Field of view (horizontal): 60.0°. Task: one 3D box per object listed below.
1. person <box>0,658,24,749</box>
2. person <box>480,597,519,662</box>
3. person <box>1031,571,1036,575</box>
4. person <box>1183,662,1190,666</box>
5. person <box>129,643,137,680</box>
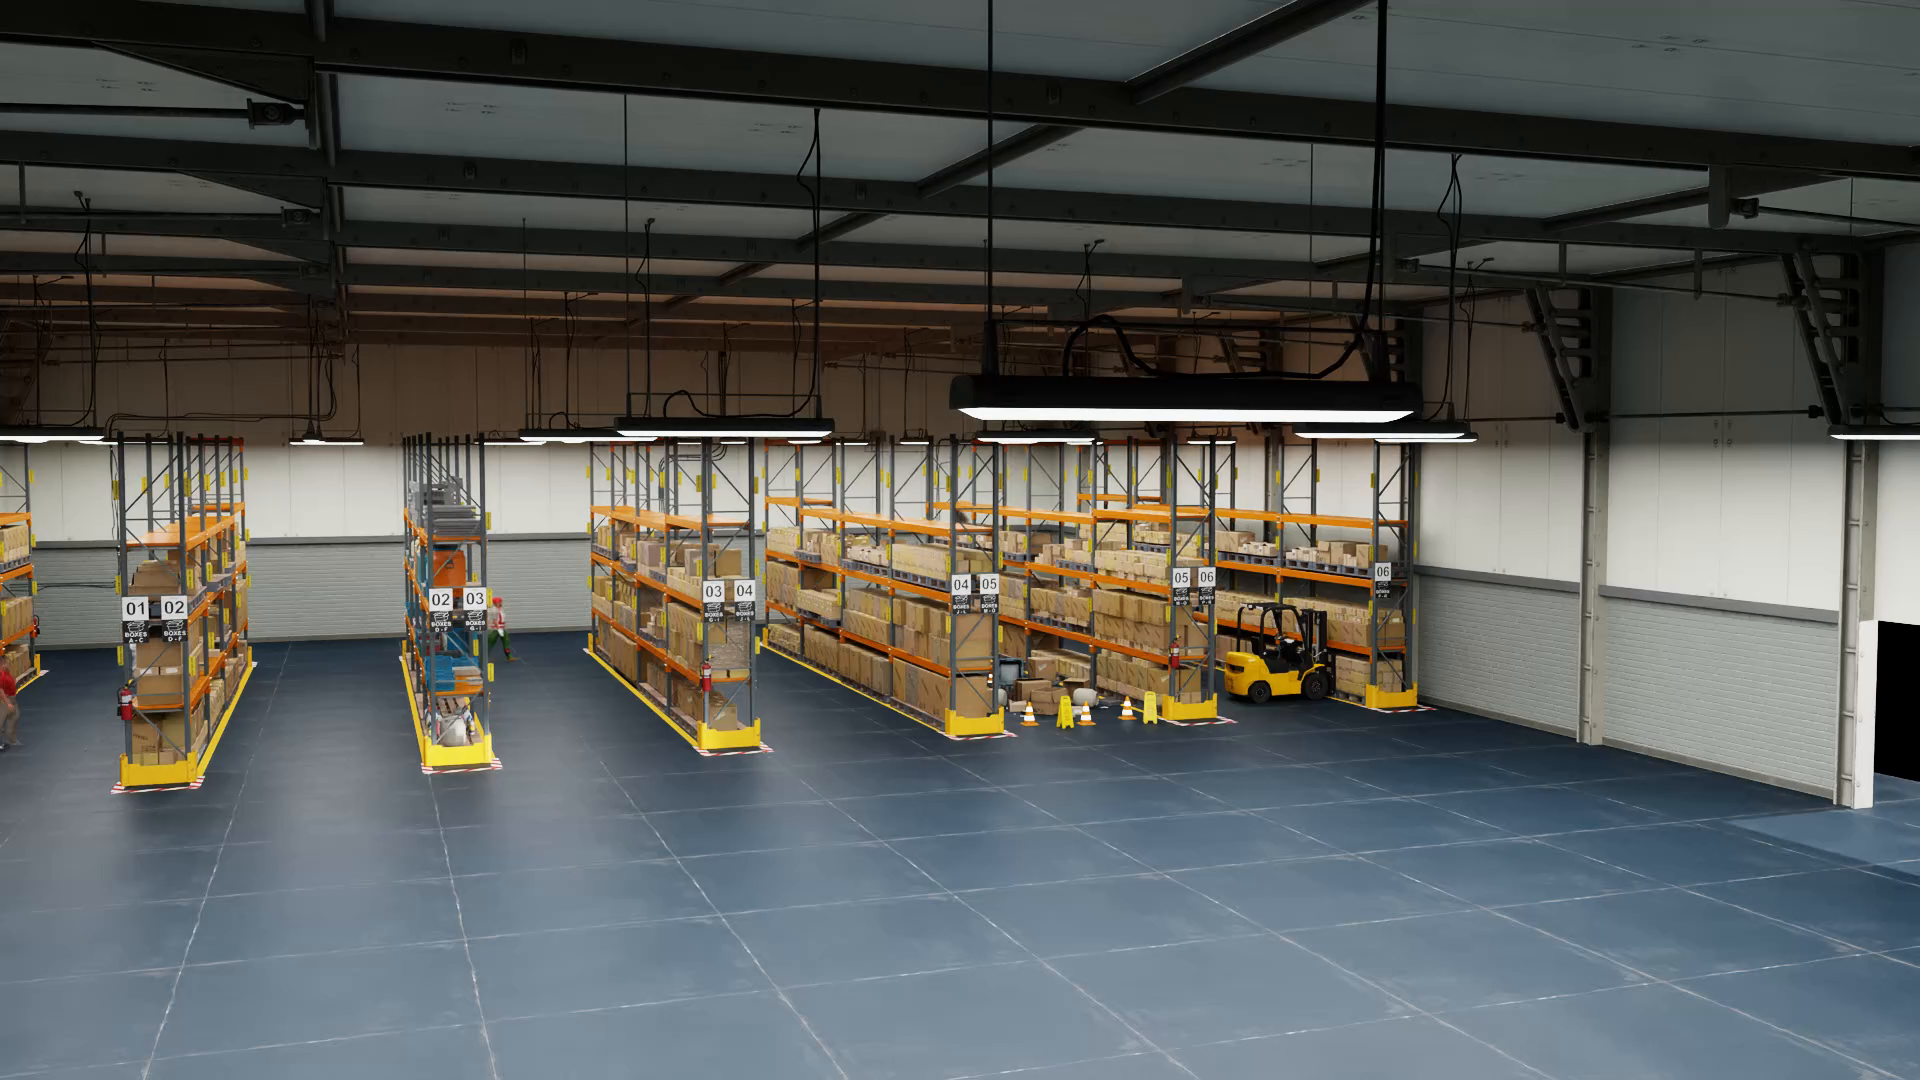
[{"bbox_3d":[-18.220,3.132,31.769,0.509,1.777,0.697,0,3,-9],"label":"person"},{"bbox_3d":[-12.300,2.393,44.336,0.938,1.764,0.645,1,3,11],"label":"person"},{"bbox_3d":[2.277,1.802,52.391,0.546,1.647,0.442,-1,3,-22],"label":"person"},{"bbox_3d":[5.530,2.597,40.842,0.570,1.748,0.689,-2,4,-26],"label":"person"},{"bbox_3d":[-20.285,2.575,41.045,0.440,1.824,0.613,1,3,20],"label":"person"}]
